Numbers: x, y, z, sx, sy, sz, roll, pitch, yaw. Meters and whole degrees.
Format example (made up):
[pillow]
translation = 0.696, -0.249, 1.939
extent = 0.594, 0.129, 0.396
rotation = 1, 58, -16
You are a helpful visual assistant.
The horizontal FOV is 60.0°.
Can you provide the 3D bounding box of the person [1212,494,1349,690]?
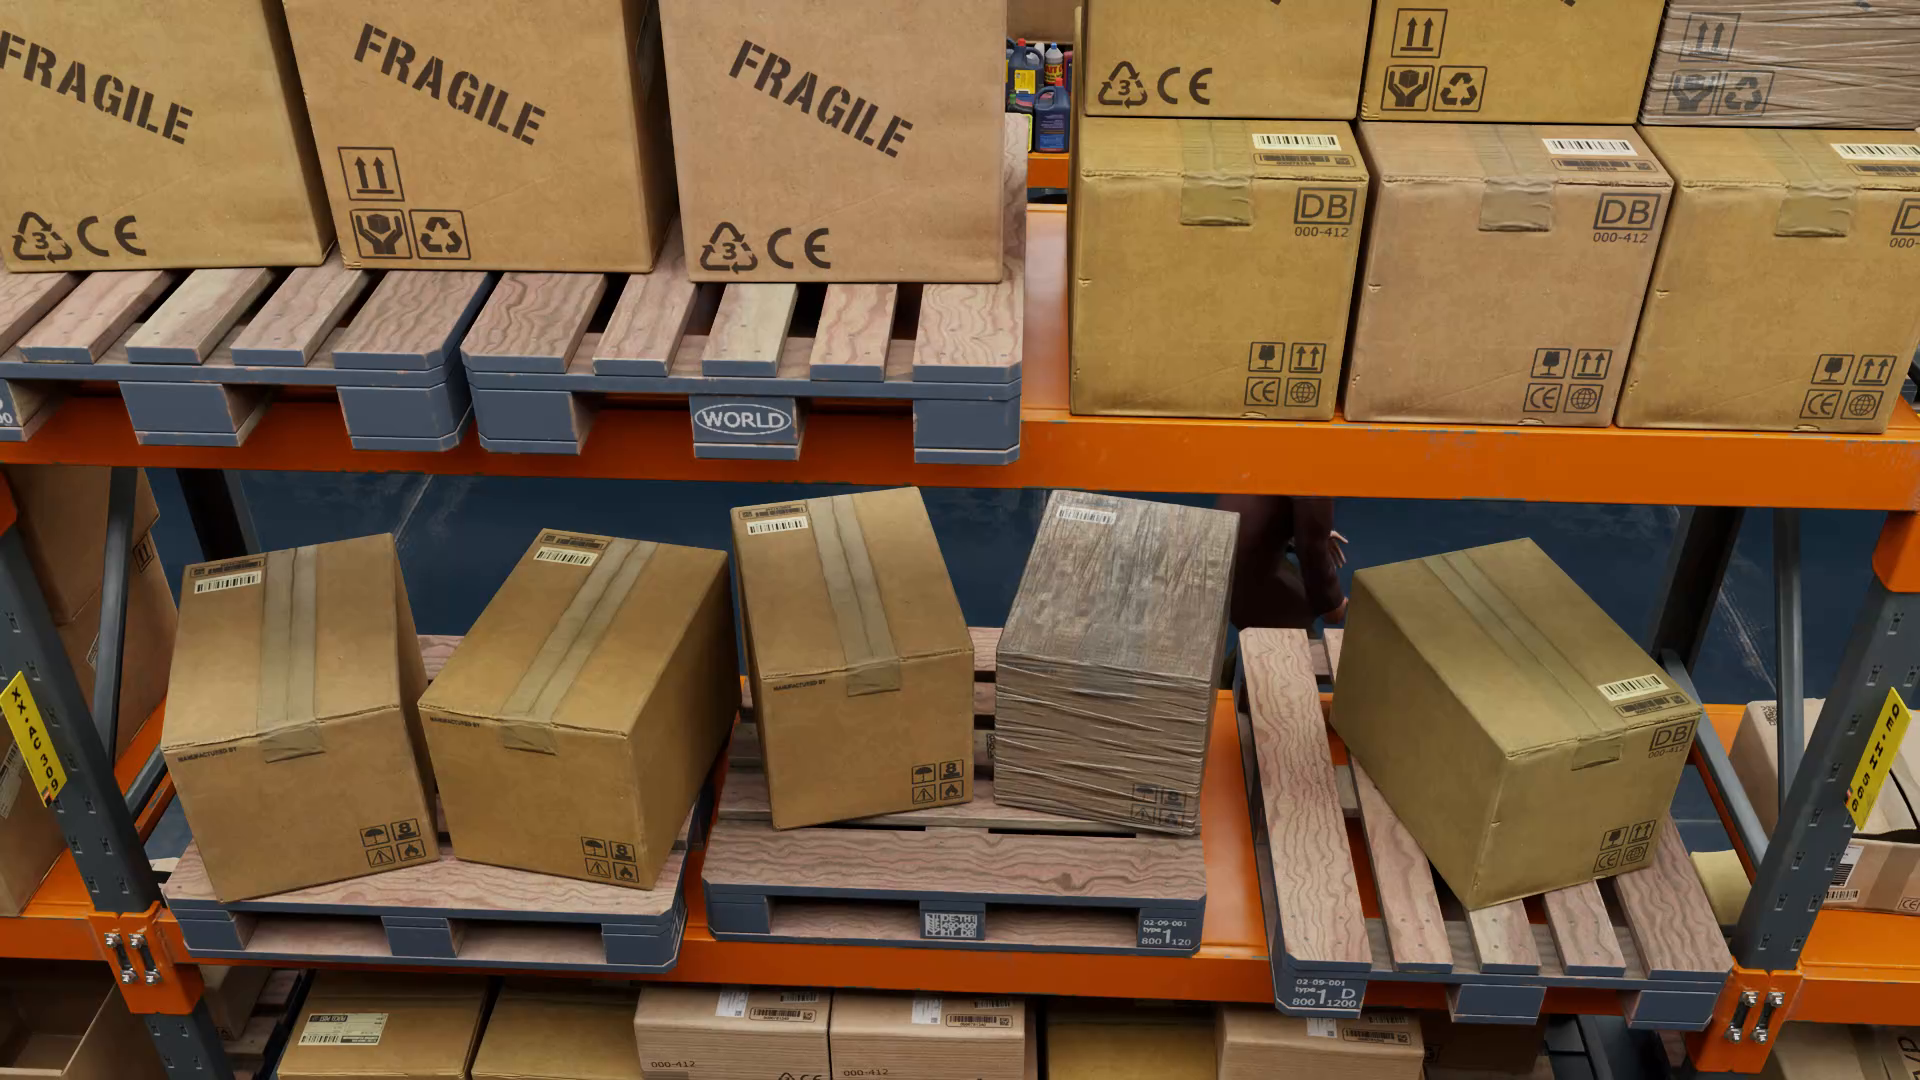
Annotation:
[person]
translation = 1.198, 0.079, 6.239
extent = 0.612, 1.564, 0.626
rotation = 2, 35, 2
